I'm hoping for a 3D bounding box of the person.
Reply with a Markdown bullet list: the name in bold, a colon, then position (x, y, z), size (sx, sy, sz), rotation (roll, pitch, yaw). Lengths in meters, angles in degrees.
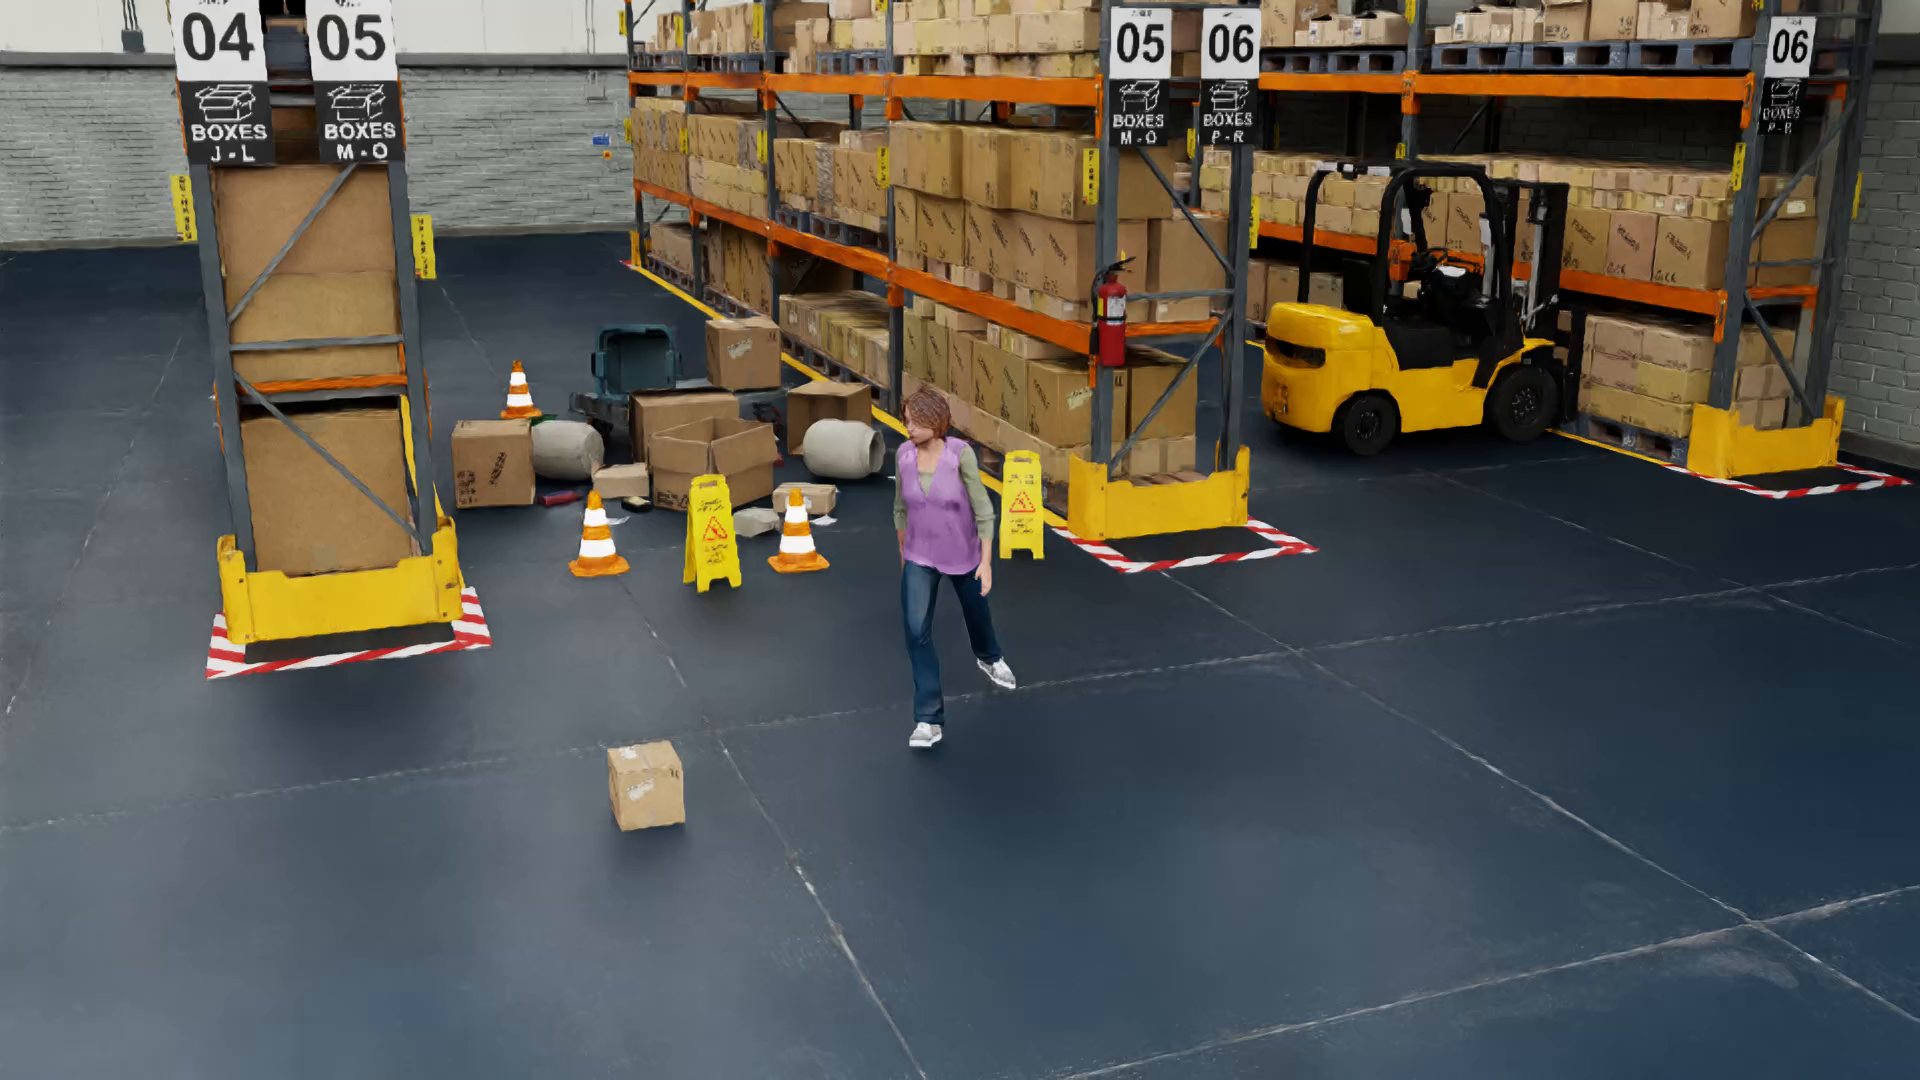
- **person**: position (-0.046, 0.072, 7.337), size (0.497, 1.545, 0.922), rotation (3, 16, 12)
